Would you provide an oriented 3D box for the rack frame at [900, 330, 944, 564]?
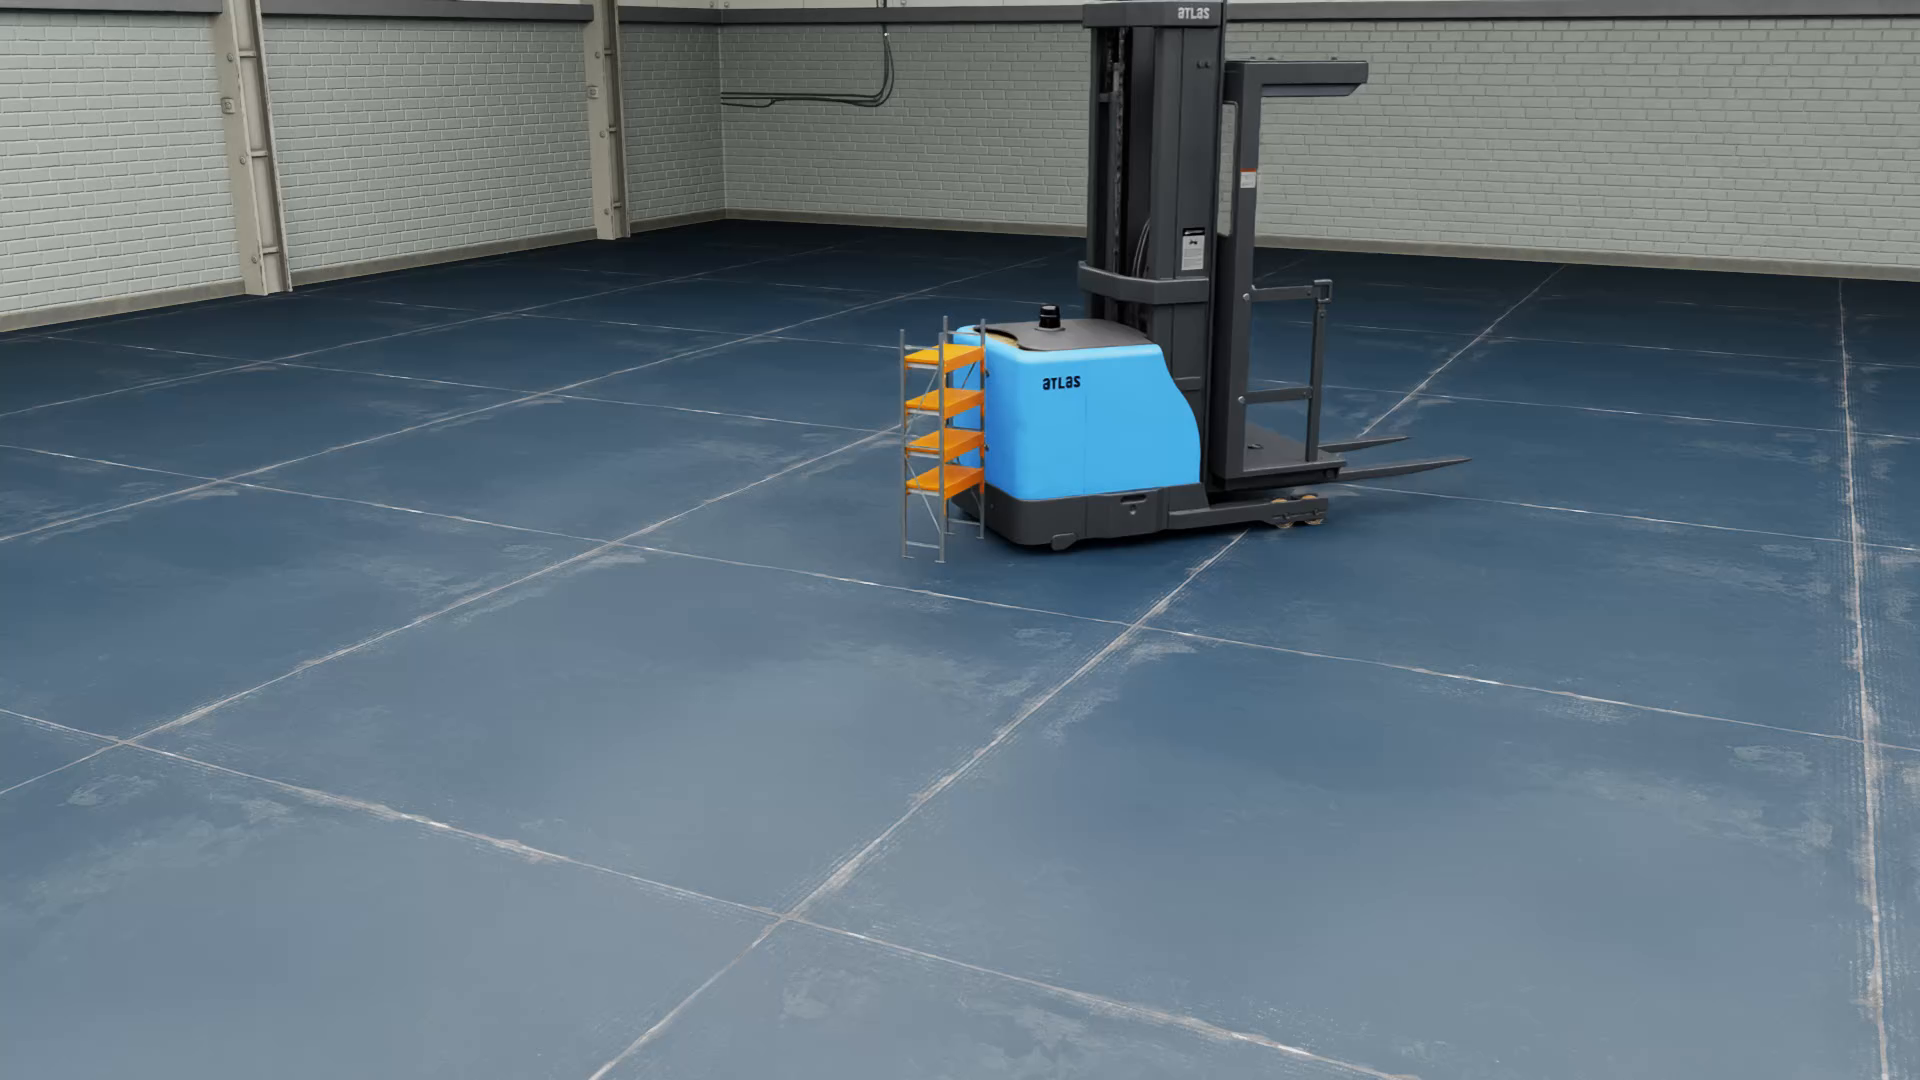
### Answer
[{"bbox_3d":[-0.192,-0.469,8.496,0.240,1.200,0.015,8,18,25],"label":"rack frame"}]

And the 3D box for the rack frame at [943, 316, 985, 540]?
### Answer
[{"bbox_3d":[0.022,-0.594,8.916,0.240,1.200,0.015,8,18,25],"label":"rack frame"}]

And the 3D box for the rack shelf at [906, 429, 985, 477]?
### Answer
[{"bbox_3d":[-0.085,-0.467,8.725,0.258,0.148,0.480,8,18,25],"label":"rack shelf"}]

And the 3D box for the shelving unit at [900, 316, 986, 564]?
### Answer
[{"bbox_3d":[-0.085,-0.531,8.706,0.258,1.200,0.503,8,18,25],"label":"shelving unit"}]

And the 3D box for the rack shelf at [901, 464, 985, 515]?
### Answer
[{"bbox_3d":[-0.085,-0.277,8.782,0.258,0.148,0.480,8,18,25],"label":"rack shelf"}]

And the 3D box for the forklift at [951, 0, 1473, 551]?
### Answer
[{"bbox_3d":[1.518,-1.599,9.261,3.031,2.935,1.130,-7,18,-21],"label":"forklift"}]

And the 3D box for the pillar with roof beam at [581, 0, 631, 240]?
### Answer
[{"bbox_3d":[-0.999,-7.993,20.131,9.100,9.000,0.400,8,18,25],"label":"pillar with roof beam"}]

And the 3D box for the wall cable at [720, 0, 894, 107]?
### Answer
[{"bbox_3d":[-2.351,-7.634,24.377,3.097,2.526,0.112,8,18,25],"label":"wall cable"}]

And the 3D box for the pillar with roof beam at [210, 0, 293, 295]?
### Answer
[{"bbox_3d":[-3.680,-6.465,14.985,9.100,9.000,0.400,8,18,25],"label":"pillar with roof beam"}]

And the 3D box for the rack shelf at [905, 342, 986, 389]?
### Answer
[{"bbox_3d":[-0.085,-0.908,8.594,0.258,0.148,0.480,8,18,25],"label":"rack shelf"}]

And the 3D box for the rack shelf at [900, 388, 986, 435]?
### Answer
[{"bbox_3d":[-0.085,-0.681,8.662,0.258,0.148,0.480,8,18,25],"label":"rack shelf"}]
